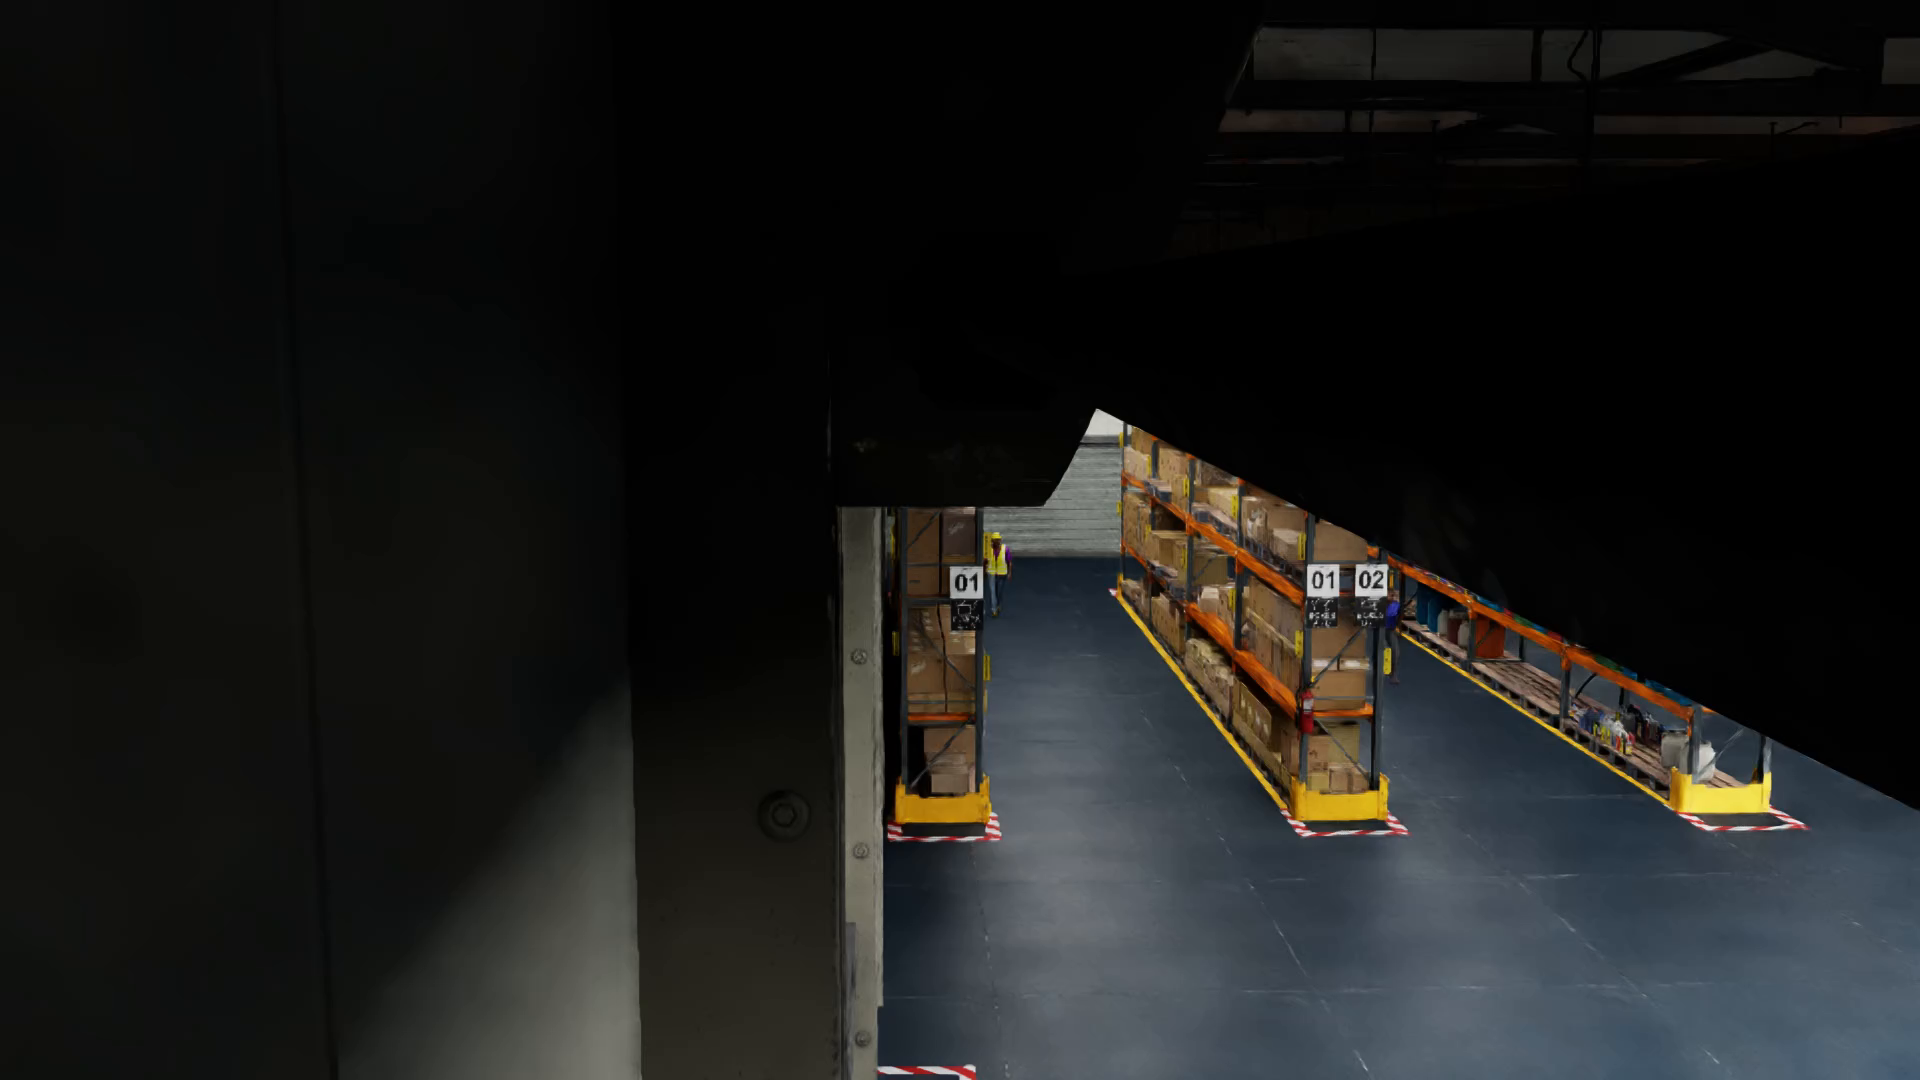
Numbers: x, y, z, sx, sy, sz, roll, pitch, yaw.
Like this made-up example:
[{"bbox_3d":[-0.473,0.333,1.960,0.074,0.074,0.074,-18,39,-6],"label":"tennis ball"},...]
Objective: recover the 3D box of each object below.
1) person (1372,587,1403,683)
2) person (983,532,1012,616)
[{"bbox_3d":[7.263,1.576,28.316,0.603,1.590,0.831,0,8,3],"label":"person"},{"bbox_3d":[0.774,0.681,34.221,0.591,1.716,1.042,0,8,-4],"label":"person"}]
